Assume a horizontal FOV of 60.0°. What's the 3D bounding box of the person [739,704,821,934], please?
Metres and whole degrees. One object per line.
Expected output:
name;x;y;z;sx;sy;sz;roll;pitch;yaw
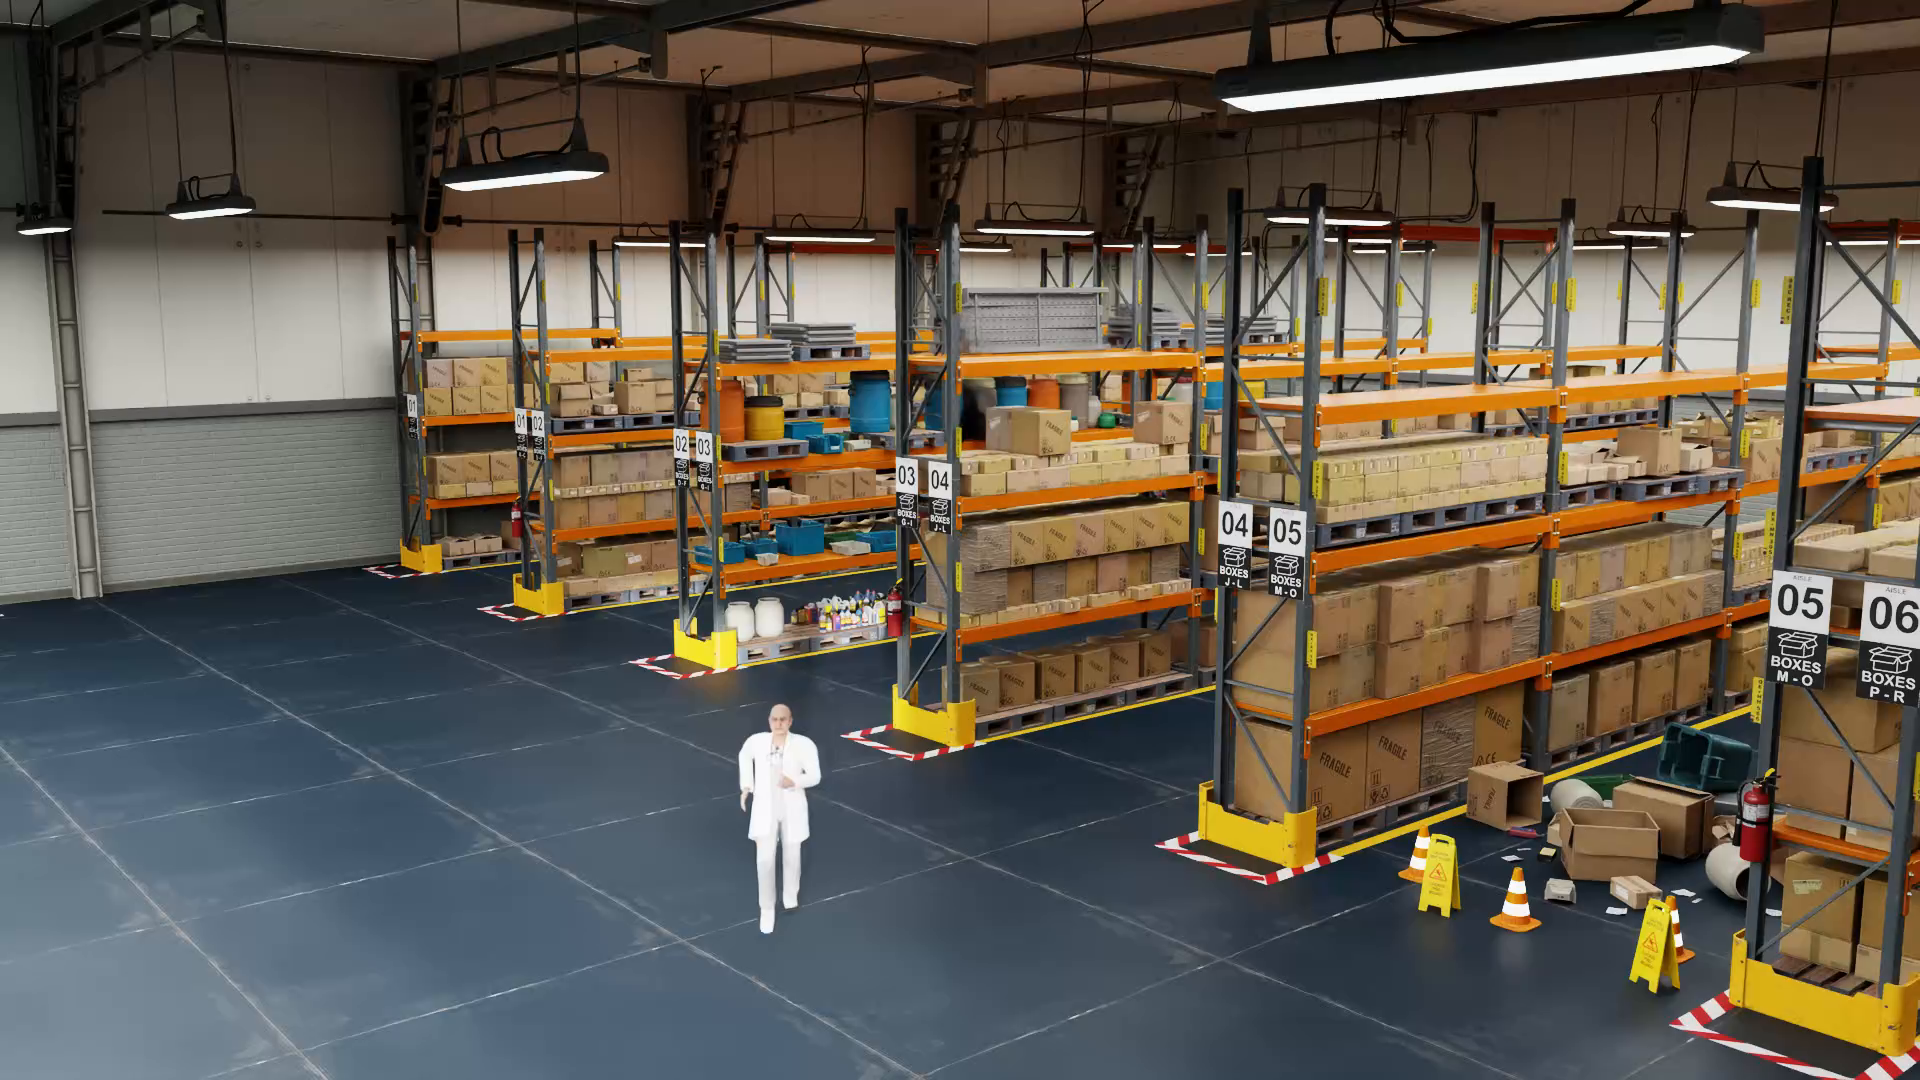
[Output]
person;-1.471;2.237;13.501;0.658;1.840;0.816;-1;9;-4
